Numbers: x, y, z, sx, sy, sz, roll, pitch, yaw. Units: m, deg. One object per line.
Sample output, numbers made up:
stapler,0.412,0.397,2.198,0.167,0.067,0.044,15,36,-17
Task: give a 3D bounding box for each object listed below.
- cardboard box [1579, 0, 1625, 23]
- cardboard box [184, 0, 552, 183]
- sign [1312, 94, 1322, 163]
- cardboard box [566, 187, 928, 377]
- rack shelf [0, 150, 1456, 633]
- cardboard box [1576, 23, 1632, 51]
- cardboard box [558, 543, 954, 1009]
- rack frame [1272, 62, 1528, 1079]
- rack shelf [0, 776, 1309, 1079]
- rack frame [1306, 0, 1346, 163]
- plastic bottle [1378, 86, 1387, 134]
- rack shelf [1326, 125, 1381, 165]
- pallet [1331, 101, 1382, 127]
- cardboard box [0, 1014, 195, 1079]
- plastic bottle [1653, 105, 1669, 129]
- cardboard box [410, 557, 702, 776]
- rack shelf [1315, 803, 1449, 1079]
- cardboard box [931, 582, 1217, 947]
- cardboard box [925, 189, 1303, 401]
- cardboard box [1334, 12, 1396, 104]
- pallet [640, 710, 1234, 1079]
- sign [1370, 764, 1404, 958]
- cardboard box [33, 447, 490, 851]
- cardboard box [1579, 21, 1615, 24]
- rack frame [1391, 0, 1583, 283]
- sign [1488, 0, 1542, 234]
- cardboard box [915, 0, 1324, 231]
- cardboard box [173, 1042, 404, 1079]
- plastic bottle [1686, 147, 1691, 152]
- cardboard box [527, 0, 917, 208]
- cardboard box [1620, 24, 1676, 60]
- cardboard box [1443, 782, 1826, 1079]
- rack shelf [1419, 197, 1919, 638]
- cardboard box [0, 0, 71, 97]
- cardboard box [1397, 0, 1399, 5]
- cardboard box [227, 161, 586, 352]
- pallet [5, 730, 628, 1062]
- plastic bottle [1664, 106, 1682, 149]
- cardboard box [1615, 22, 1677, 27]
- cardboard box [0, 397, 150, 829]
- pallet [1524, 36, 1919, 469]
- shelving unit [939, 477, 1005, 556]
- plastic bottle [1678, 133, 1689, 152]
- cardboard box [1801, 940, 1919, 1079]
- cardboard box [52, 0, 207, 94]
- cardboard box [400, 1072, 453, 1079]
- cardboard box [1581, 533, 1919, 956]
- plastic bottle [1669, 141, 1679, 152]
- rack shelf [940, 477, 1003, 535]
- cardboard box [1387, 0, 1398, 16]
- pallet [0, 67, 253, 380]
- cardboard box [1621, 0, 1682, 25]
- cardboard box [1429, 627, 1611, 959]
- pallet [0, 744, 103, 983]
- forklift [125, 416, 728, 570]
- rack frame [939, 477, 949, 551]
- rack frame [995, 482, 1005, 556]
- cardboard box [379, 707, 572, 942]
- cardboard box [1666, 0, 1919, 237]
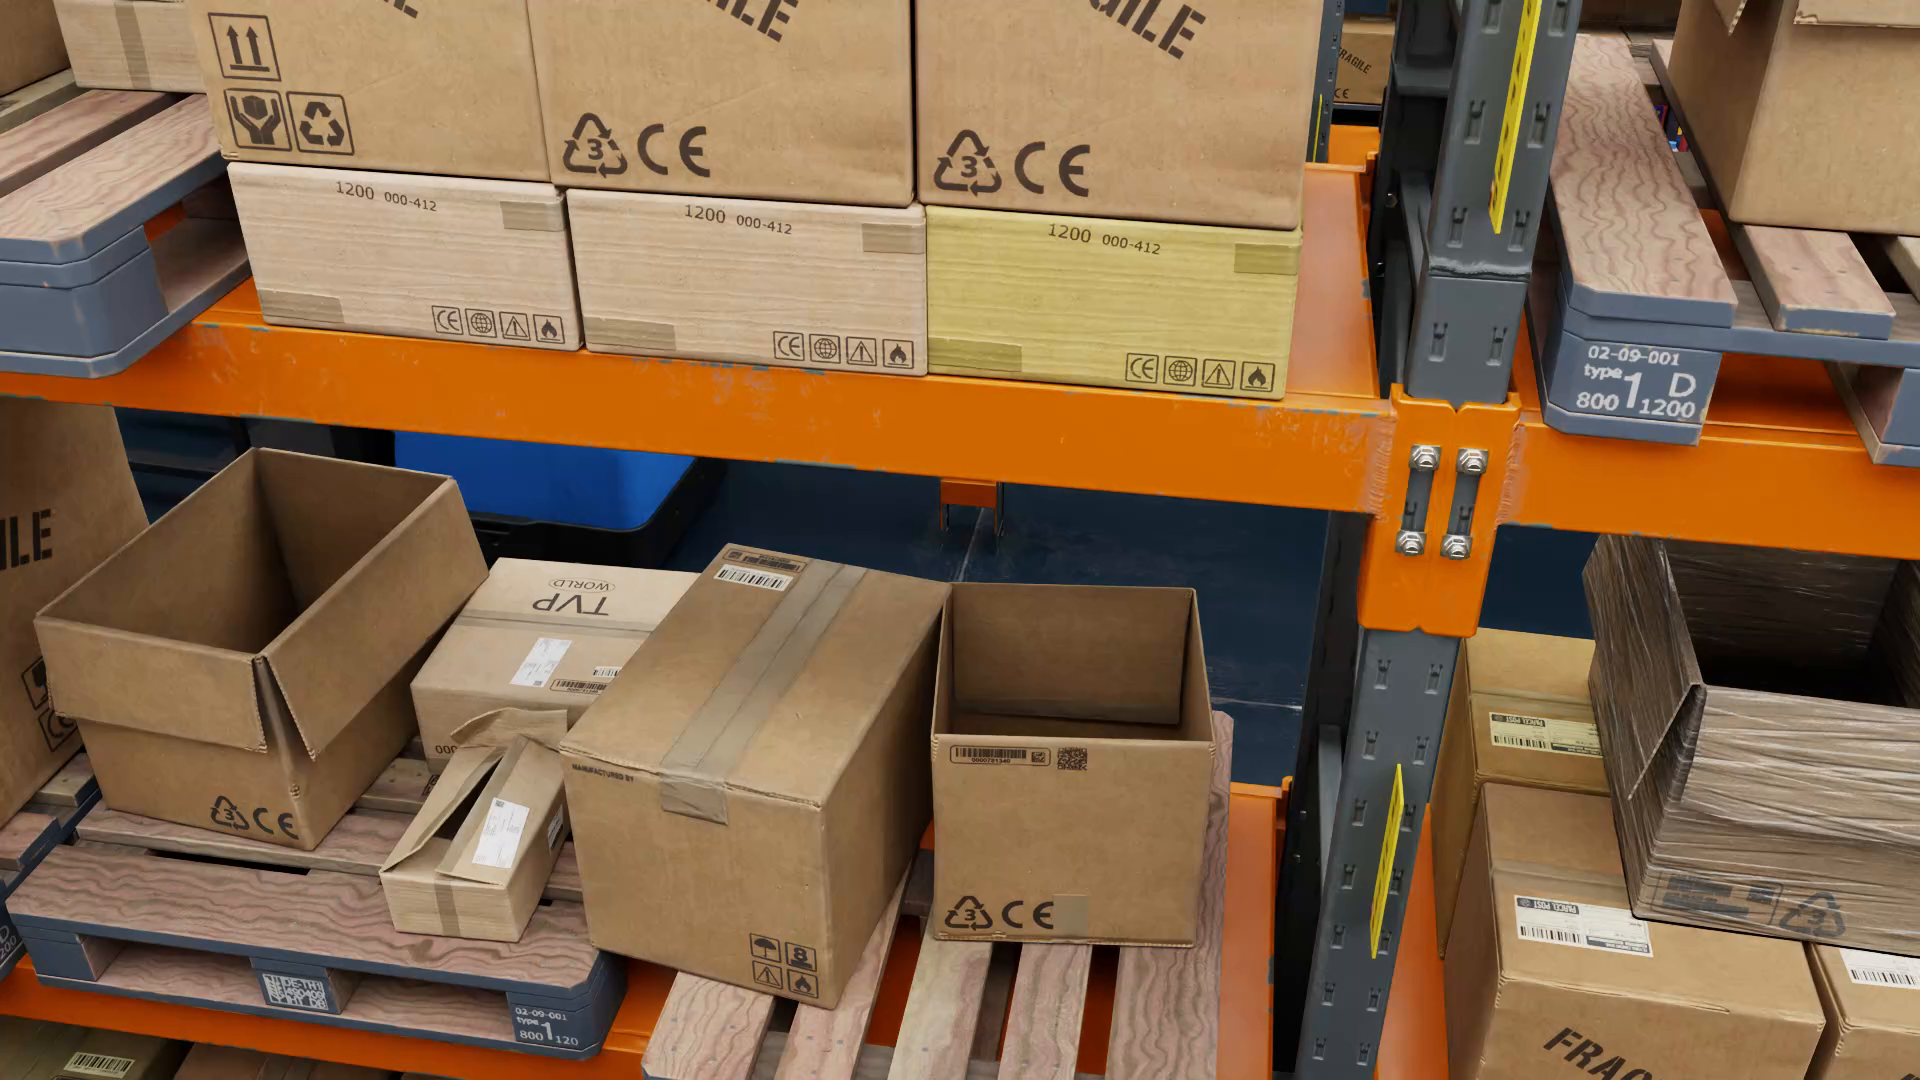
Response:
cardboard box,4.445,-3.896,11.882,0.500,0.250,0.500,5,32,7
cardboard box,-0.757,-0.853,2.394,0.500,0.500,0.500,6,32,9
sign,1.496,-1.695,6.977,0.005,0.325,0.100,5,32,8
cardboard box,-0.253,-0.483,2.508,0.500,0.250,0.500,5,32,8
rack shelf,-1.223,-0.469,3.022,4.000,0.370,1.077,5,32,8
cardboard box,4.345,-3.306,11.646,0.500,0.500,0.500,4,32,7
cardboard box,-0.358,0.431,3.244,0.500,0.500,0.700,10,33,15
rack frame,0.748,0.676,3.342,0.127,3.000,1.000,5,32,8
rack shelf,-1.223,0.803,3.818,4.000,0.370,1.077,5,32,8
rack frame,1.582,-1.914,7.481,0.127,3.000,1.000,5,32,8
plastic bottle,2.052,-2.052,7.810,0.133,0.283,0.061,5,32,8
rack shelf,3.553,-1.430,7.386,4.000,0.370,1.077,5,32,8
pallet,3.148,-3.236,12.221,1.213,0.211,1.003,5,32,8
cardboard box,-2.126,1.311,4.270,0.500,0.500,0.700,5,32,8
plastic bottle,3.179,-1.949,7.647,0.133,0.283,0.061,5,32,8
cardboard box,-0.865,0.292,3.702,0.500,0.250,0.500,4,32,7
rack shelf,2.720,1.160,3.248,4.000,0.370,1.077,5,32,8
cardboard box,0.209,0.429,3.248,0.500,0.500,0.500,1,32,2
cardboard box,0.238,-0.446,2.449,0.500,0.250,0.500,5,32,8
cardboard box,2.819,-3.441,11.862,0.500,0.500,0.500,7,33,10
pallet,0.028,0.750,3.406,1.003,0.211,1.213,5,32,8
sign,0.666,0.504,2.601,0.005,0.325,0.100,5,32,8
cardboard box,-1.470,0.204,3.604,0.637,0.503,0.797,8,33,13
cardboard box,4.408,-3.580,12.084,0.500,0.500,0.500,4,32,6
rack frame,0.748,-1.866,1.750,0.127,3.000,1.000,5,32,8
sign,0.655,-0.531,1.956,0.005,0.325,0.100,5,32,8
cardboard box,0.236,-0.761,2.246,0.500,0.500,0.500,6,33,9
cardboard box,-1.575,1.361,4.190,0.500,0.500,0.700,3,32,4
plastic bottle,3.085,-1.530,6.977,0.133,0.283,0.061,5,32,8
cardboard box,-0.271,-0.801,2.310,0.500,0.500,0.500,5,32,8
cardboard box,4.847,-3.262,11.575,0.500,0.500,0.500,6,32,9
cardboard box,1.182,0.820,3.019,0.500,0.500,0.500,6,33,10
rack shelf,2.720,-0.112,2.452,4.000,0.370,1.077,5,32,8
cardboard box,-1.819,-0.996,2.694,0.637,0.503,0.797,6,33,10
cardboard box,3.436,-3.986,12.025,0.500,0.250,0.500,6,33,10
cardboard box,-0.748,-0.529,2.582,0.500,0.250,0.500,6,33,10
pallet,-1.210,0.602,3.641,1.213,0.211,1.003,5,32,8
plastic bottle,3.329,-1.942,7.572,0.185,0.351,0.144,5,32,8
cardboard box,4.907,-3.535,12.012,0.500,0.500,0.500,6,32,9
cardboard box,-2.435,0.031,3.412,1.000,1.000,1.000,5,32,9
pallet,1.392,-0.485,2.549,1.003,0.211,1.213,7,33,10
shelving unit,0.053,-0.440,6.964,0.252,1.050,0.215,5,32,8
plastic bottle,3.337,-1.858,7.501,0.133,0.283,0.061,5,32,8
cardboard box,1.690,0.865,2.947,0.500,0.500,0.500,4,32,7
cardboard box,-1.330,-0.916,2.883,0.250,0.166,0.380,4,32,7
cardboard box,-1.025,1.410,4.111,0.500,0.500,0.700,8,33,12
cardboard box,1.466,0.283,2.932,0.637,0.503,0.797,6,33,10
plastic bottle,2.974,-1.545,7.012,0.097,0.271,0.097,0,32,0
rack shelf,0.053,-0.196,7.117,0.240,0.259,0.215,5,32,8
cardboard box,3.380,-3.670,12.228,0.500,0.500,0.500,6,33,10
pallet,-1.581,-0.671,2.844,1.003,0.211,1.213,5,32,8
cardboard box,4.940,-3.852,11.811,0.500,0.250,0.500,5,32,8
cardboard box,1.276,0.549,3.452,0.500,0.500,0.500,6,33,10
pallet,-2.466,0.545,3.733,1.213,0.211,1.003,5,32,8
forklift,-2.639,-1.457,6.815,3.031,2.935,1.130,7,33,11
rack frame,-0.068,-0.451,6.981,0.008,1.050,0.200,5,32,8
rack frame,0.173,-0.429,6.946,0.008,1.050,0.200,5,32,8
cardboard box,-0.941,0.548,3.279,0.258,0.266,0.396,4,32,7
cardboard box,1.362,-0.800,2.381,0.637,0.503,0.797,7,33,11
